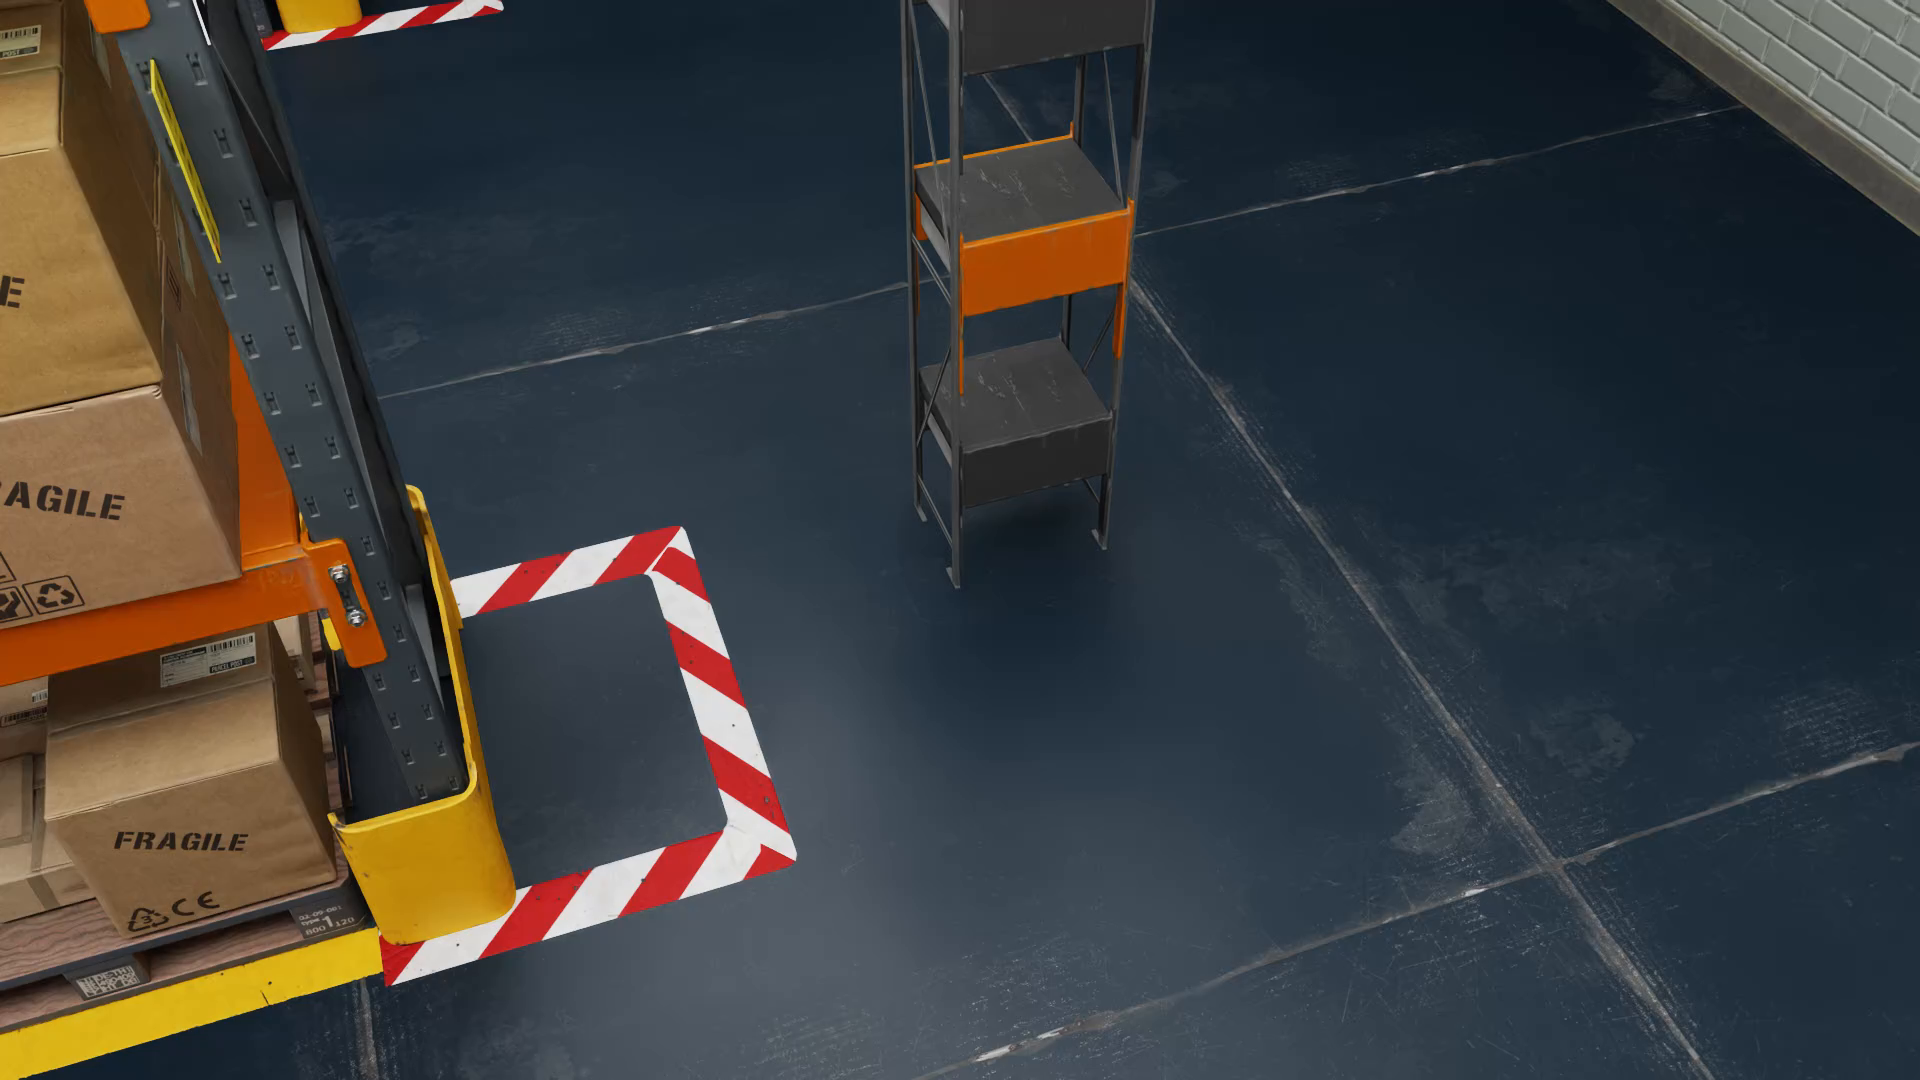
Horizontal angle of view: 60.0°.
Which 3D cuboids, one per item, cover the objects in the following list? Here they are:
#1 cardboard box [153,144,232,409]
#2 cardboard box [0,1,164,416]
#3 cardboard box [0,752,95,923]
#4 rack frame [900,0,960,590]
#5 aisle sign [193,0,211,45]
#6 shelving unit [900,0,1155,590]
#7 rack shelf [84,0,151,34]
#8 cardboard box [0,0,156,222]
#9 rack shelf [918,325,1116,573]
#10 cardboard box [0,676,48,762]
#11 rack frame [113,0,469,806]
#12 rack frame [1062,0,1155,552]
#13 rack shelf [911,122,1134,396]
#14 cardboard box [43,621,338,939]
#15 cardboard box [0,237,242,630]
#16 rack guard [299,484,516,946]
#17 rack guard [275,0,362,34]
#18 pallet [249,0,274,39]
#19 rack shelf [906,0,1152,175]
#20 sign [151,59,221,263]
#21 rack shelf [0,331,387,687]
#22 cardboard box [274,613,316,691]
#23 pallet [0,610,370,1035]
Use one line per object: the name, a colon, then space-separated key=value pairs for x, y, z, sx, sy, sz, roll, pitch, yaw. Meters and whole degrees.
cardboard box: x=-1.931 y=-0.568 z=3.628 sx=0.500 sy=0.500 sz=0.500 roll=-13 pitch=47 yaw=-13
cardboard box: x=-1.749 y=-0.562 z=2.916 sx=0.500 sy=0.500 sz=0.500 roll=-15 pitch=47 yaw=-14
cardboard box: x=-2.263 y=0.714 z=4.111 sx=0.250 sy=0.166 sz=0.380 roll=-14 pitch=47 yaw=-14
rack frame: x=-0.074 y=-0.722 z=4.487 sx=0.015 sy=2.100 sz=0.400 roll=-14 pitch=47 yaw=-14
aisle sign: x=-1.256 y=-1.194 z=2.487 sx=0.004 sy=0.787 sz=0.394 roll=-14 pitch=47 yaw=-14
shelving unit: x=0.156 y=-0.781 z=4.546 sx=0.503 sy=2.100 sz=0.431 roll=-14 pitch=47 yaw=-14
rack shelf: x=-3.305 y=-0.788 z=2.307 sx=4.000 sy=0.370 sz=1.077 roll=-14 pitch=47 yaw=-14
cardboard box: x=-1.931 y=-0.921 z=3.273 sx=0.500 sy=0.500 sz=0.500 roll=-13 pitch=47 yaw=-13
rack shelf: x=0.156 y=-0.277 z=5.051 sx=0.480 sy=0.518 sz=0.431 roll=-14 pitch=47 yaw=-14
cardboard box: x=-2.502 y=0.414 z=4.351 sx=0.500 sy=0.250 sz=0.500 roll=-14 pitch=47 yaw=-14
rack frame: x=-1.424 y=-0.464 z=3.594 sx=0.127 sy=3.000 sz=1.000 roll=-14 pitch=47 yaw=-14
rack frame: x=0.385 y=-0.840 z=4.604 sx=0.015 sy=2.100 sz=0.400 roll=-14 pitch=47 yaw=-14
rack shelf: x=0.156 y=-0.771 z=4.556 sx=0.480 sy=0.518 sz=0.431 roll=-14 pitch=47 yaw=-14
cardboard box: x=-1.852 y=0.558 z=4.030 sx=0.500 sy=0.500 sz=0.500 roll=-14 pitch=47 yaw=-14
cardboard box: x=-1.753 y=-0.210 z=3.271 sx=0.500 sy=0.500 sz=0.500 roll=-13 pitch=47 yaw=-13
rack guard: x=-1.496 y=0.437 z=4.461 sx=0.348 sy=0.500 sz=1.175 roll=-14 pitch=47 yaw=-14
rack guard: x=-3.087 y=-2.886 z=7.774 sx=0.348 sy=0.500 sz=1.175 roll=-14 pitch=47 yaw=-14
pallet: x=-3.835 y=-2.534 z=7.627 sx=1.213 sy=0.211 sz=1.003 roll=-14 pitch=47 yaw=-14
rack shelf: x=0.156 y=-1.266 z=4.060 sx=0.480 sy=0.518 sz=0.431 roll=-14 pitch=47 yaw=-14
sign: x=-1.255 y=-0.609 z=2.699 sx=0.005 sy=0.325 sz=0.100 roll=-14 pitch=47 yaw=-14
rack shelf: x=-3.305 y=0.271 z=3.370 sx=4.000 sy=0.370 sz=1.077 roll=-14 pitch=47 yaw=-14
cardboard box: x=-1.935 y=0.259 z=4.576 sx=0.250 sy=0.149 sz=0.380 roll=-14 pitch=47 yaw=-14
pallet: x=-2.245 y=0.731 z=4.372 sx=1.213 sy=0.211 sz=1.003 roll=-14 pitch=47 yaw=-14
